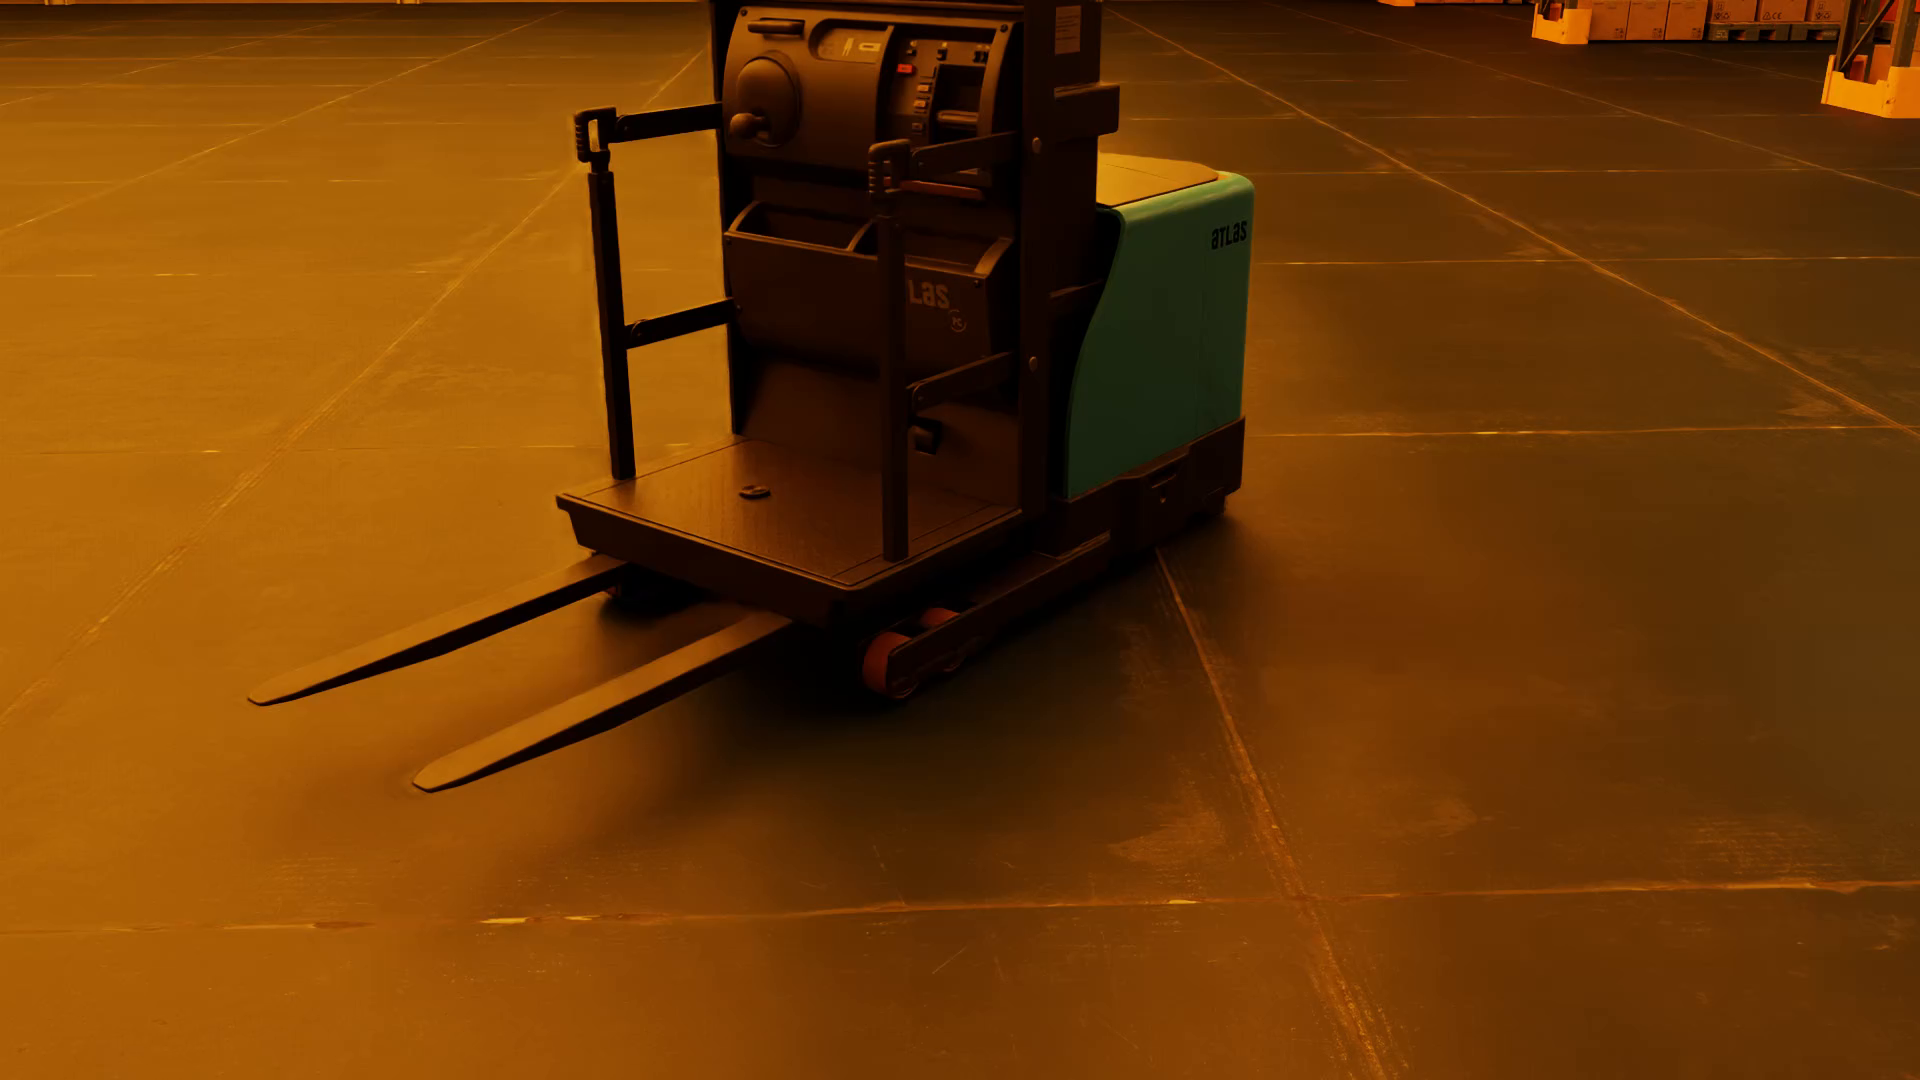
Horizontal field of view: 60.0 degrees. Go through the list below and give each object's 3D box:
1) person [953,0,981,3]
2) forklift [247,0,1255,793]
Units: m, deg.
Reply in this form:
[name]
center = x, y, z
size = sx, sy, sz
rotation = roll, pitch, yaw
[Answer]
[person]
center = -0.064, -0.929, 4.814
size = 0.549, 1.676, 0.590
rotation = -1, 21, -3
[forklift]
center = -0.384, -1.170, 4.142
size = 1.130, 2.935, 3.031
rotation = 16, 26, 35
